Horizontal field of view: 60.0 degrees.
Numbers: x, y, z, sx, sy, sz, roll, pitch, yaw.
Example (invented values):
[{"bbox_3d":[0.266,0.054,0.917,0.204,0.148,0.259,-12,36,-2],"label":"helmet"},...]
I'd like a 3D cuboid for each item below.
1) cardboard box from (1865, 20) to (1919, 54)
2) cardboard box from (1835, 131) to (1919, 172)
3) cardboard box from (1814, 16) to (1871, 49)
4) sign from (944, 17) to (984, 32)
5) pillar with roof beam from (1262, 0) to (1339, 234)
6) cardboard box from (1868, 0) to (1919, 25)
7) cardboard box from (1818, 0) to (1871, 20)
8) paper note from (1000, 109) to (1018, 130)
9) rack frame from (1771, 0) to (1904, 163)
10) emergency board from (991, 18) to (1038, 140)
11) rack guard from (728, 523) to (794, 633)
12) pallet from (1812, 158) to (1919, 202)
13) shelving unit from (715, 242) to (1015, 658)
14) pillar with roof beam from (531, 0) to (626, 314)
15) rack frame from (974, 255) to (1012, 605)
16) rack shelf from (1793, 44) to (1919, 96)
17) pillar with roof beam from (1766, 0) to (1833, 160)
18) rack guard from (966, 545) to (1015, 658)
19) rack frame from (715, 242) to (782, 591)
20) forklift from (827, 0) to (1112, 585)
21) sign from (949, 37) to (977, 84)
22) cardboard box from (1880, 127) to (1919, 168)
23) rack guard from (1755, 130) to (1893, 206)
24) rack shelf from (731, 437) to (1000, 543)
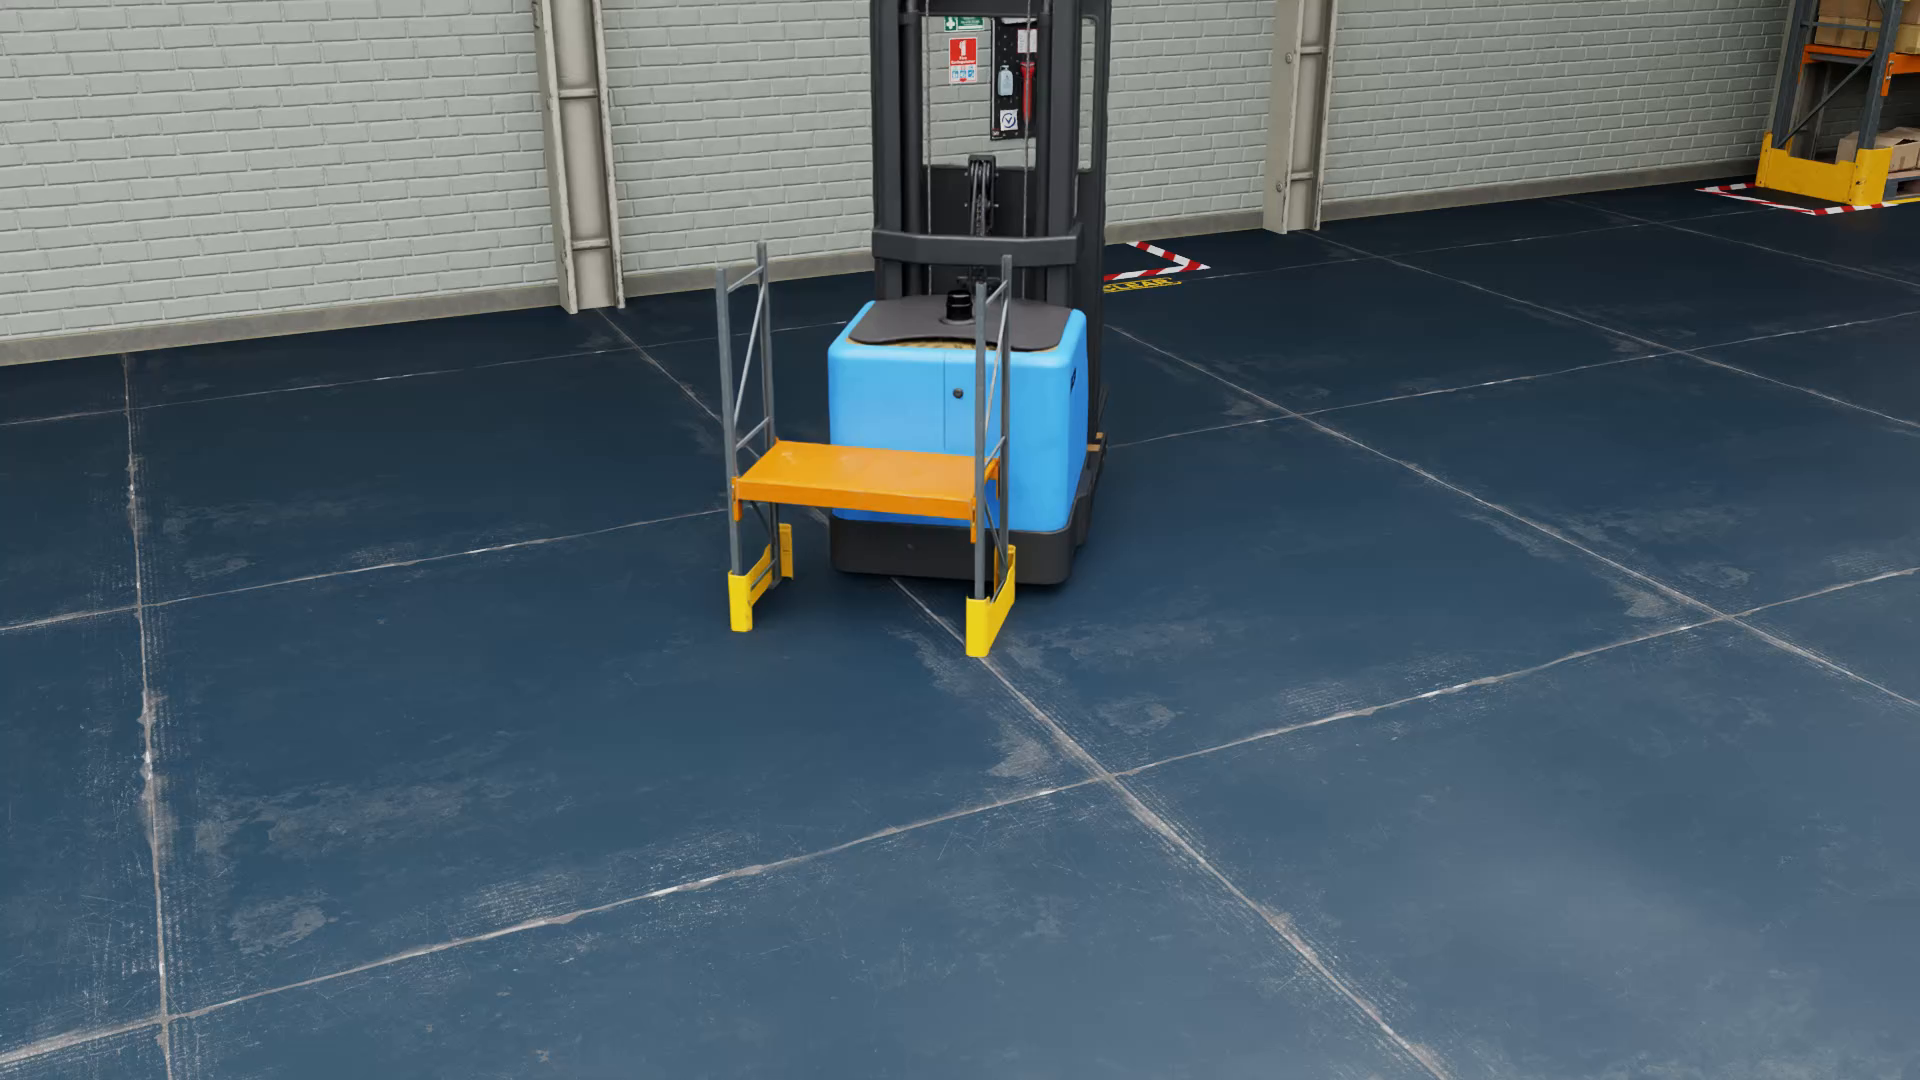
[{"bbox_3d":[8.538,-4.530,14.942,0.500,0.250,0.500,-11,25,-25],"label":"cardboard box"},{"bbox_3d":[8.623,-3.663,15.618,0.500,0.311,0.500,-14,26,-30],"label":"cardboard box"},{"bbox_3d":[8.298,-4.703,15.359,0.500,0.250,0.500,-10,25,-23],"label":"cardboard box"},{"bbox_3d":[0.032,-3.844,12.374,0.331,0.109,0.001,-10,25,-24],"label":"sign"},{"bbox_3d":[4.677,-5.326,8.851,0.400,9.000,9.100,-10,25,-24],"label":"pillar with roof beam"},{"bbox_3d":[8.521,-4.881,14.808,0.500,0.500,0.500,-10,25,-24],"label":"cardboard box"},{"bbox_3d":[8.293,-5.057,15.233,0.500,0.500,0.500,-11,25,-24],"label":"cardboard box"},{"bbox_3d":[0.377,-3.228,12.779,0.142,0.148,0.016,-10,25,-24],"label":"paper note"},{"bbox_3d":[7.961,-4.619,14.986,0.127,3.000,1.000,-10,25,-24],"label":"rack frame"},{"bbox_3d":[0.567,-3.641,12.624,0.643,1.169,0.194,-10,25,-24],"label":"emergency board"},{"bbox_3d":[-0.839,0.154,7.052,0.087,0.250,0.587,5,23,13],"label":"rack guard"},{"bbox_3d":[8.777,-3.465,15.846,1.213,0.211,1.003,-10,25,-24],"label":"pallet"},{"bbox_3d":[-0.355,-0.379,6.705,1.083,1.500,0.587,5,23,13],"label":"shelving unit"},{"bbox_3d":[-0.729,-4.331,6.446,0.400,9.000,9.100,-10,25,-24],"label":"pillar with roof beam"},{"bbox_3d":[0.130,-0.334,6.596,0.032,1.500,0.500,5,23,13],"label":"rack frame"},{"bbox_3d":[9.763,-4.618,15.925,4.000,0.370,1.077,-10,25,-24],"label":"rack shelf"},{"bbox_3d":[10.084,-6.321,11.255,0.400,9.000,9.100,-10,25,-24],"label":"pillar with roof beam"},{"bbox_3d":[0.129,0.243,6.835,0.087,0.250,0.587,5,23,13],"label":"rack guard"},{"bbox_3d":[-0.858,-0.426,6.817,0.032,1.500,0.500,5,23,13],"label":"rack frame"},{"bbox_3d":[0.174,-1.694,8.011,1.130,2.935,3.031,4,23,8],"label":"forklift"},{"bbox_3d":[0.024,-3.601,12.481,0.234,0.329,0.001,-10,25,-24],"label":"sign"},{"bbox_3d":[9.137,-3.758,15.847,0.500,0.311,0.500,-8,24,-19],"label":"cardboard box"},{"bbox_3d":[8.029,-3.476,15.494,0.348,0.500,1.175,-10,25,-24],"label":"rack guard"},{"bbox_3d":[-0.364,-0.214,6.776,1.000,0.185,0.538,5,23,13],"label":"rack shelf"}]
